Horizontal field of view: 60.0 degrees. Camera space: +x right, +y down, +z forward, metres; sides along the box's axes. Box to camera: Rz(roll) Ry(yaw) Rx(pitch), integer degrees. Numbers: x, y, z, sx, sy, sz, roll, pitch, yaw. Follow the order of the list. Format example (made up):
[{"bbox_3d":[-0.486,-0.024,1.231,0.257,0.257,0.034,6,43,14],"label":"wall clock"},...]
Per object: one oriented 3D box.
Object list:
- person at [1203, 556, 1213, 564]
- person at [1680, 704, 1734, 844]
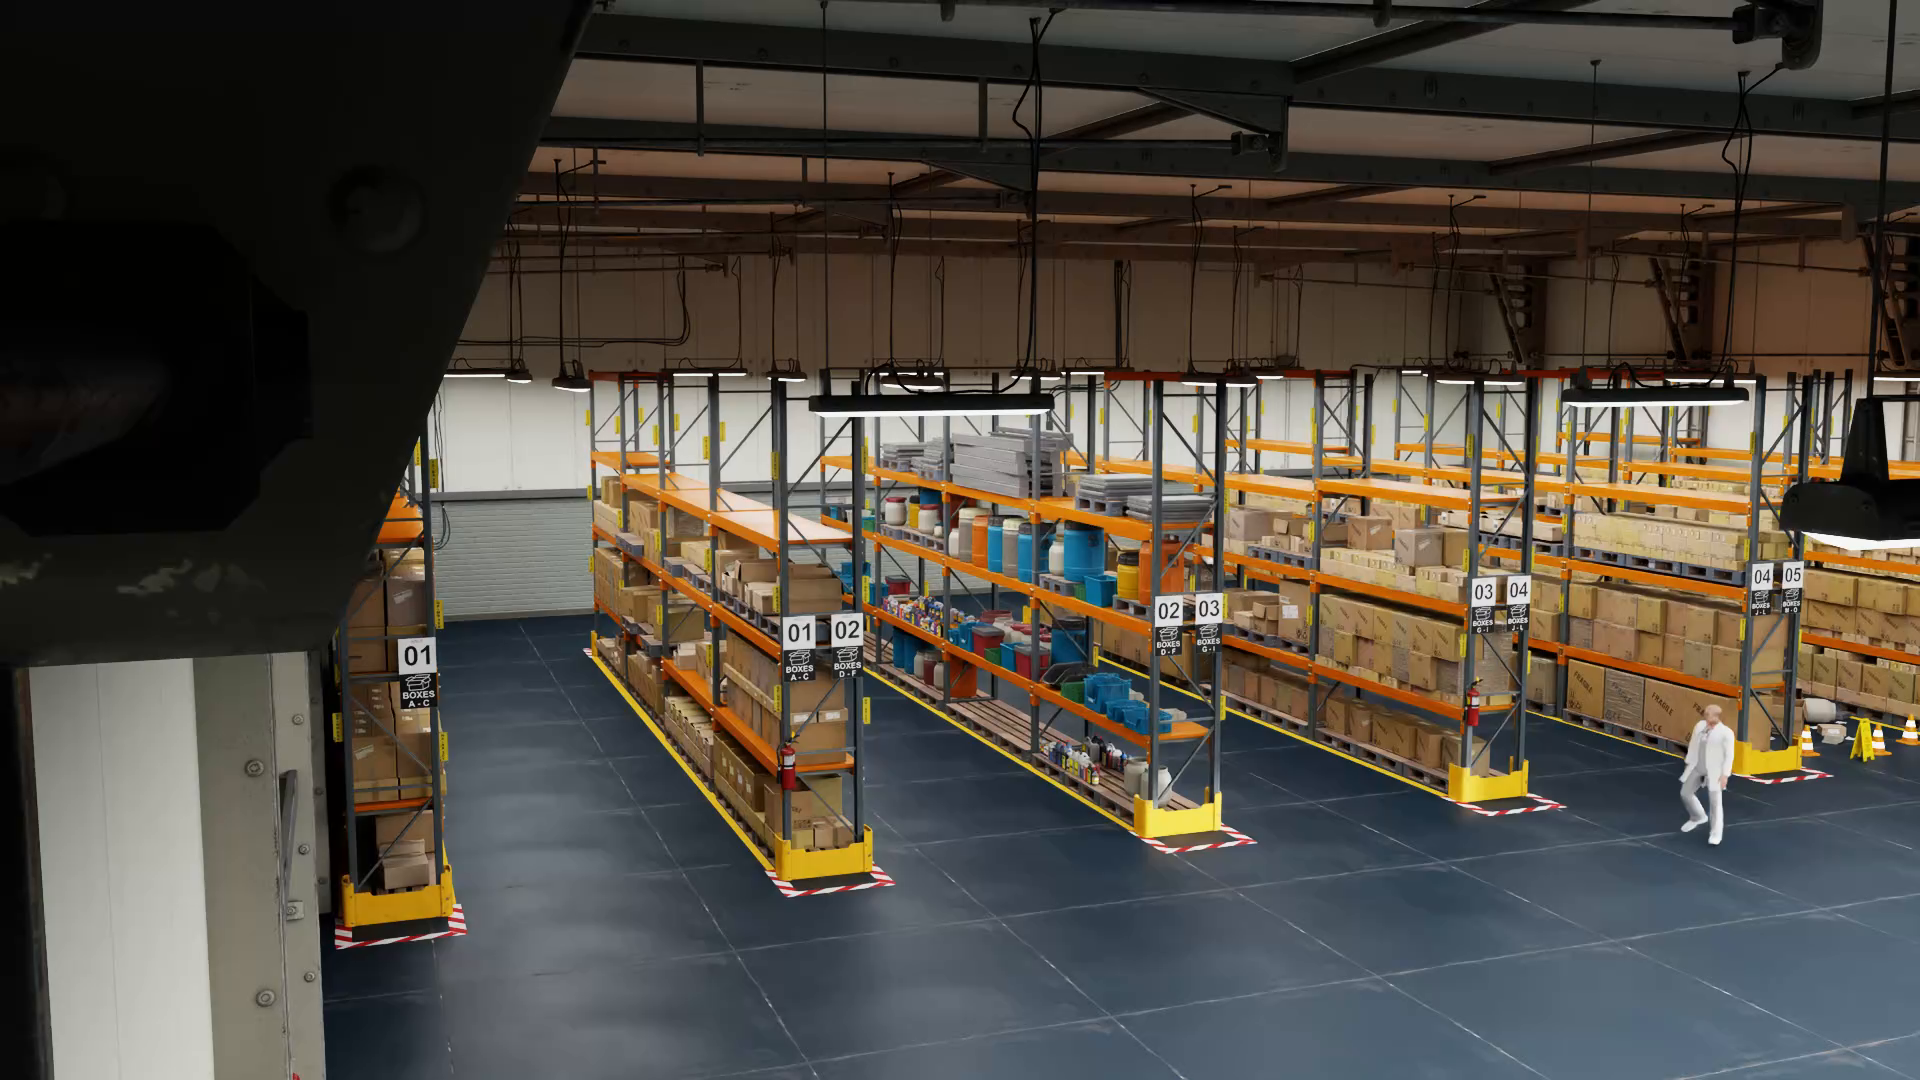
[{"bbox_3d":[6.556,0.709,42.531,0.687,1.785,0.404,-3,7,-22],"label":"person"},{"bbox_3d":[9.751,3.015,21.712,0.566,1.780,0.661,-6,8,-41],"label":"person"}]
